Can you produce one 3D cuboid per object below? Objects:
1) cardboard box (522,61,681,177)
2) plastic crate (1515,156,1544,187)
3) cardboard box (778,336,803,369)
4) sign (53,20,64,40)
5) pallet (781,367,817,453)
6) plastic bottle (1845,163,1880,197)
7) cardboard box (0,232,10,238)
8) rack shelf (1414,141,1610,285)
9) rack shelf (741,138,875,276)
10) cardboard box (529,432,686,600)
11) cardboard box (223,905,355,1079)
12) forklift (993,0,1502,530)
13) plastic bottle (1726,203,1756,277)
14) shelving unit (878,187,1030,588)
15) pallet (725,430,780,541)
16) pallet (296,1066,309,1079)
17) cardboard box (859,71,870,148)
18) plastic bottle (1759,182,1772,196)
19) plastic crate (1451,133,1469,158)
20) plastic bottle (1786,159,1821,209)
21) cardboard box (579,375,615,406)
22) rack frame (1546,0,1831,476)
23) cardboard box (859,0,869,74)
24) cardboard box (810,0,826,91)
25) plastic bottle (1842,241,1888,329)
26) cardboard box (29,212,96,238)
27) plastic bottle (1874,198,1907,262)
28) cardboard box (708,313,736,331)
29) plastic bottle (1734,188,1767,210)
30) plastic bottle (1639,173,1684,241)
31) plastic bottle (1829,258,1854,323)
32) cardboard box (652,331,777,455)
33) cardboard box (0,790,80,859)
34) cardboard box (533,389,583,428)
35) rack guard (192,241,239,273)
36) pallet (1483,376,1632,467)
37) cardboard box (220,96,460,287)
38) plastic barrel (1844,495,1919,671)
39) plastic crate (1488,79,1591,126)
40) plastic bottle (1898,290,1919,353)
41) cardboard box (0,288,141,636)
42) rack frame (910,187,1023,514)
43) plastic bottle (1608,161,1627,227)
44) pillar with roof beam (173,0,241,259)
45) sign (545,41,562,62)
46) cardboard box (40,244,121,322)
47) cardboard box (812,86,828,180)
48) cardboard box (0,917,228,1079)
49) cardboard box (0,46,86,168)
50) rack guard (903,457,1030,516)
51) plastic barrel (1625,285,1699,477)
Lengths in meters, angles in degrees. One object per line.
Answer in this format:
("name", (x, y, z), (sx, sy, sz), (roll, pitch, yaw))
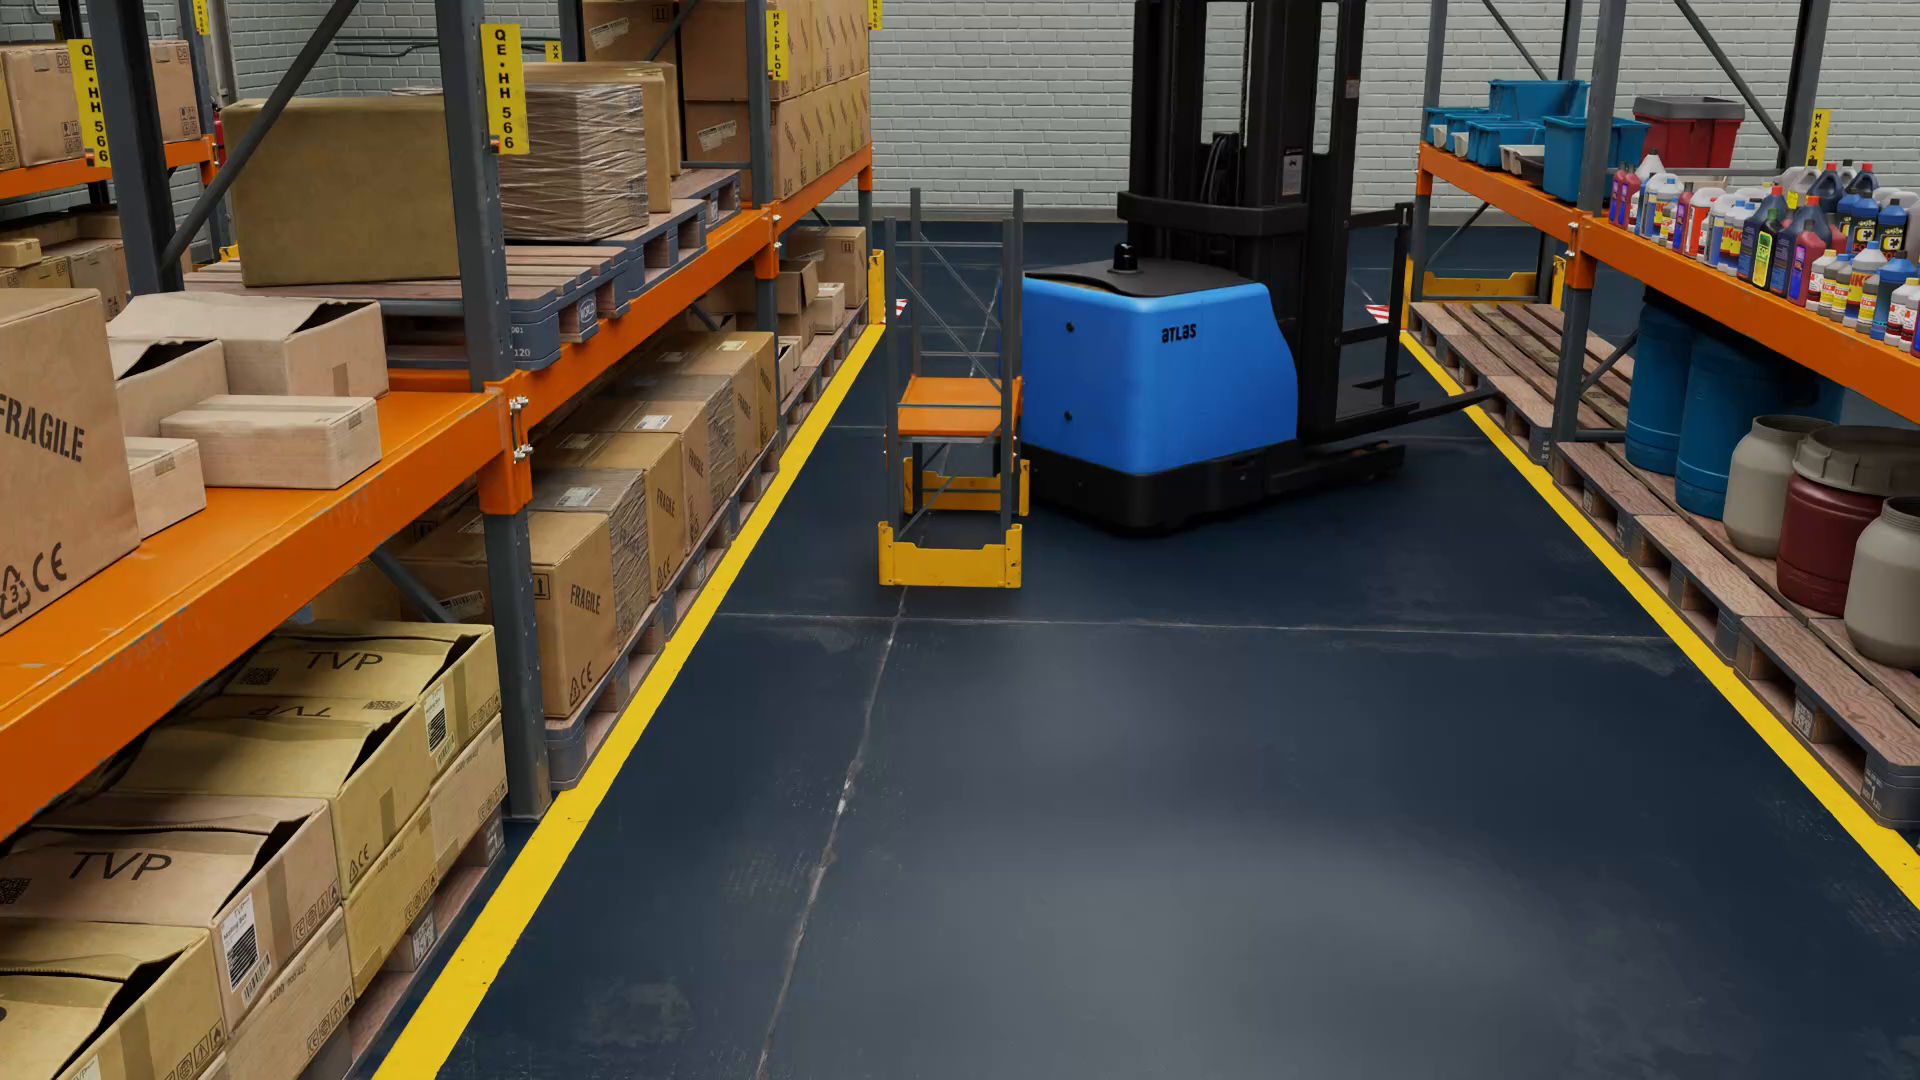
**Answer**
("cardboard box", (-1.699, -1.971, 7.786), (0.700, 0.500, 0.500), (-5, 19, -15))
("plastic crate", (3.311, -2.006, 9.072), (0.437, 0.125, 0.590), (1, 18, 4))
("cardboard box", (-1.144, -1.123, 9.877), (0.380, 0.166, 0.250), (1, 18, 4))
("sign", (-6.649, -3.681, 12.322), (0.100, 0.325, 0.005), (1, 18, 4))
("pallet", (-1.391, -0.754, 9.386), (1.003, 0.211, 1.213), (1, 18, 4))
("plastic bottle", (3.746, -1.381, 6.898), (0.144, 0.351, 0.185), (1, 18, 4))
("cardboard box", (-6.345, -1.889, 10.669), (0.380, 0.149, 0.250), (1, 18, 3))
("rack shelf", (3.642, -2.034, 9.967), (1.077, 0.370, 4.000), (1, 18, 4))
("rack shelf", (-1.298, -2.145, 10.308), (1.077, 0.370, 4.000), (1, 18, 4))
("cardboard box", (-1.338, -0.098, 6.214), (0.500, 0.500, 0.500), (1, 18, 3))
("cardboard box", (-1.595, 0.969, 3.391), (0.500, 0.250, 0.500), (2, 18, 5))
("forklift", (1.625, -1.792, 8.183), (3.031, 2.935, 1.130), (-14, 23, -37))
("plastic bottle", (2.960, -1.133, 6.269), (0.097, 0.271, 0.097), (0, 18, 0))
("shelving unit", (-0.005, -0.689, 7.117), (0.587, 1.500, 1.083), (1, 18, 4))
("pallet", (-1.462, -0.287, 7.961), (1.003, 0.211, 1.213), (1, 18, 4))
("pallet", (-1.916, 1.334, 3.012), (1.003, 0.211, 1.213), (1, 18, 4))
("cardboard box", (-0.915, -3.011, 11.633), (0.500, 0.500, 0.500), (2, 18, 6))
("plastic bottle", (3.667, -1.527, 7.586), (0.097, 0.201, 0.097), (0, 18, 0))
("plastic crate", (3.285, -2.522, 10.630), (0.250, 0.136, 0.298), (1, 18, 4))
("plastic bottle", (3.616, -1.441, 7.083), (0.144, 0.351, 0.185), (1, 18, 4))
("cardboard box", (-1.790, -0.421, 7.200), (0.500, 0.500, 0.500), (2, 18, 5))
("rack frame", (3.499, -1.754, 7.960), (1.000, 3.000, 0.127), (1, 18, 4))
("cardboard box", (-0.912, -3.487, 11.480), (0.500, 0.500, 0.500), (1, 18, 3))
("cardboard box", (-1.053, -2.849, 9.533), (0.500, 0.500, 0.500), (1, 18, 2))
("plastic bottle", (2.886, -0.814, 5.297), (0.097, 0.271, 0.097), (0, 18, 0))
("cardboard box", (-6.272, -2.204, 11.630), (0.380, 0.149, 0.250), (1, 18, 4))
("plastic bottle", (3.579, -1.177, 6.403), (0.097, 0.271, 0.097), (0, 18, 0))
("cardboard box", (-1.630, -1.214, 9.921), (0.500, 0.311, 0.500), (1, 18, 4))
("plastic bottle", (3.171, -1.269, 6.678), (0.152, 0.276, 0.135), (1, 18, 4))
("plastic bottle", (3.059, -1.446, 7.219), (0.152, 0.276, 0.135), (1, 18, 4))
("plastic bottle", (2.893, -0.811, 5.400), (0.097, 0.201, 0.097), (0, 18, 0))
("cardboard box", (-1.191, -0.728, 8.134), (0.500, 0.500, 0.500), (1, 18, 4))
("cardboard box", (-2.127, 0.695, 3.326), (0.500, 0.311, 0.500), (1, 18, 2))
("cardboard box", (-1.826, -0.632, 6.639), (0.500, 0.250, 0.500), (1, 18, 3))
("rack guard", (-6.094, -2.037, 12.838), (1.175, 0.500, 0.348), (1, 18, 4))
("pallet", (3.513, -0.658, 9.093), (1.003, 0.211, 1.213), (1, 18, 4))
("cardboard box", (-1.796, -1.069, 5.033), (0.700, 0.500, 0.500), (-5, 19, -15))
("plastic barrel", (3.181, 0.141, 5.496), (0.421, 0.512, 0.421), (0, 18, 0))
("plastic crate", (3.948, -2.934, 11.406), (0.616, 0.435, 0.499), (1, 18, 4))
("plastic bottle", (2.859, -0.660, 4.938), (0.097, 0.201, 0.097), (0, 18, 0))
("cardboard box", (-1.832, -0.150, 2.902), (0.500, 0.500, 0.500), (0, 18, 1))
("rack frame", (0.030, -0.844, 7.590), (0.500, 1.500, 0.032), (1, 18, 4))
("plastic bottle", (3.047, -1.594, 7.659), (0.061, 0.283, 0.133), (1, 18, 4))
("pillar with roof beam", (-2.471, -6.830, 13.816), (9.100, 9.000, 0.400), (1, 18, 4))
("sign", (-1.983, -2.287, 8.195), (0.100, 0.325, 0.005), (1, 18, 4))
("cardboard box", (-6.118, -1.698, 11.128), (0.700, 0.500, 0.500), (1, 18, 2))
("cardboard box", (-1.062, -2.380, 9.709), (0.500, 0.500, 0.500), (1, 18, 4))
("cardboard box", (-1.628, 0.859, 2.825), (0.500, 0.311, 0.500), (2, 18, 5))
("cardboard box", (-6.227, -2.739, 10.483), (0.980, 0.700, 0.700), (0, 18, 1))
("rack guard", (0.030, -0.250, 7.784), (0.587, 0.250, 0.087), (1, 18, 4))
("plastic barrel", (3.443, -0.788, 7.706), (0.600, 0.901, 0.708), (1, 18, 4))
